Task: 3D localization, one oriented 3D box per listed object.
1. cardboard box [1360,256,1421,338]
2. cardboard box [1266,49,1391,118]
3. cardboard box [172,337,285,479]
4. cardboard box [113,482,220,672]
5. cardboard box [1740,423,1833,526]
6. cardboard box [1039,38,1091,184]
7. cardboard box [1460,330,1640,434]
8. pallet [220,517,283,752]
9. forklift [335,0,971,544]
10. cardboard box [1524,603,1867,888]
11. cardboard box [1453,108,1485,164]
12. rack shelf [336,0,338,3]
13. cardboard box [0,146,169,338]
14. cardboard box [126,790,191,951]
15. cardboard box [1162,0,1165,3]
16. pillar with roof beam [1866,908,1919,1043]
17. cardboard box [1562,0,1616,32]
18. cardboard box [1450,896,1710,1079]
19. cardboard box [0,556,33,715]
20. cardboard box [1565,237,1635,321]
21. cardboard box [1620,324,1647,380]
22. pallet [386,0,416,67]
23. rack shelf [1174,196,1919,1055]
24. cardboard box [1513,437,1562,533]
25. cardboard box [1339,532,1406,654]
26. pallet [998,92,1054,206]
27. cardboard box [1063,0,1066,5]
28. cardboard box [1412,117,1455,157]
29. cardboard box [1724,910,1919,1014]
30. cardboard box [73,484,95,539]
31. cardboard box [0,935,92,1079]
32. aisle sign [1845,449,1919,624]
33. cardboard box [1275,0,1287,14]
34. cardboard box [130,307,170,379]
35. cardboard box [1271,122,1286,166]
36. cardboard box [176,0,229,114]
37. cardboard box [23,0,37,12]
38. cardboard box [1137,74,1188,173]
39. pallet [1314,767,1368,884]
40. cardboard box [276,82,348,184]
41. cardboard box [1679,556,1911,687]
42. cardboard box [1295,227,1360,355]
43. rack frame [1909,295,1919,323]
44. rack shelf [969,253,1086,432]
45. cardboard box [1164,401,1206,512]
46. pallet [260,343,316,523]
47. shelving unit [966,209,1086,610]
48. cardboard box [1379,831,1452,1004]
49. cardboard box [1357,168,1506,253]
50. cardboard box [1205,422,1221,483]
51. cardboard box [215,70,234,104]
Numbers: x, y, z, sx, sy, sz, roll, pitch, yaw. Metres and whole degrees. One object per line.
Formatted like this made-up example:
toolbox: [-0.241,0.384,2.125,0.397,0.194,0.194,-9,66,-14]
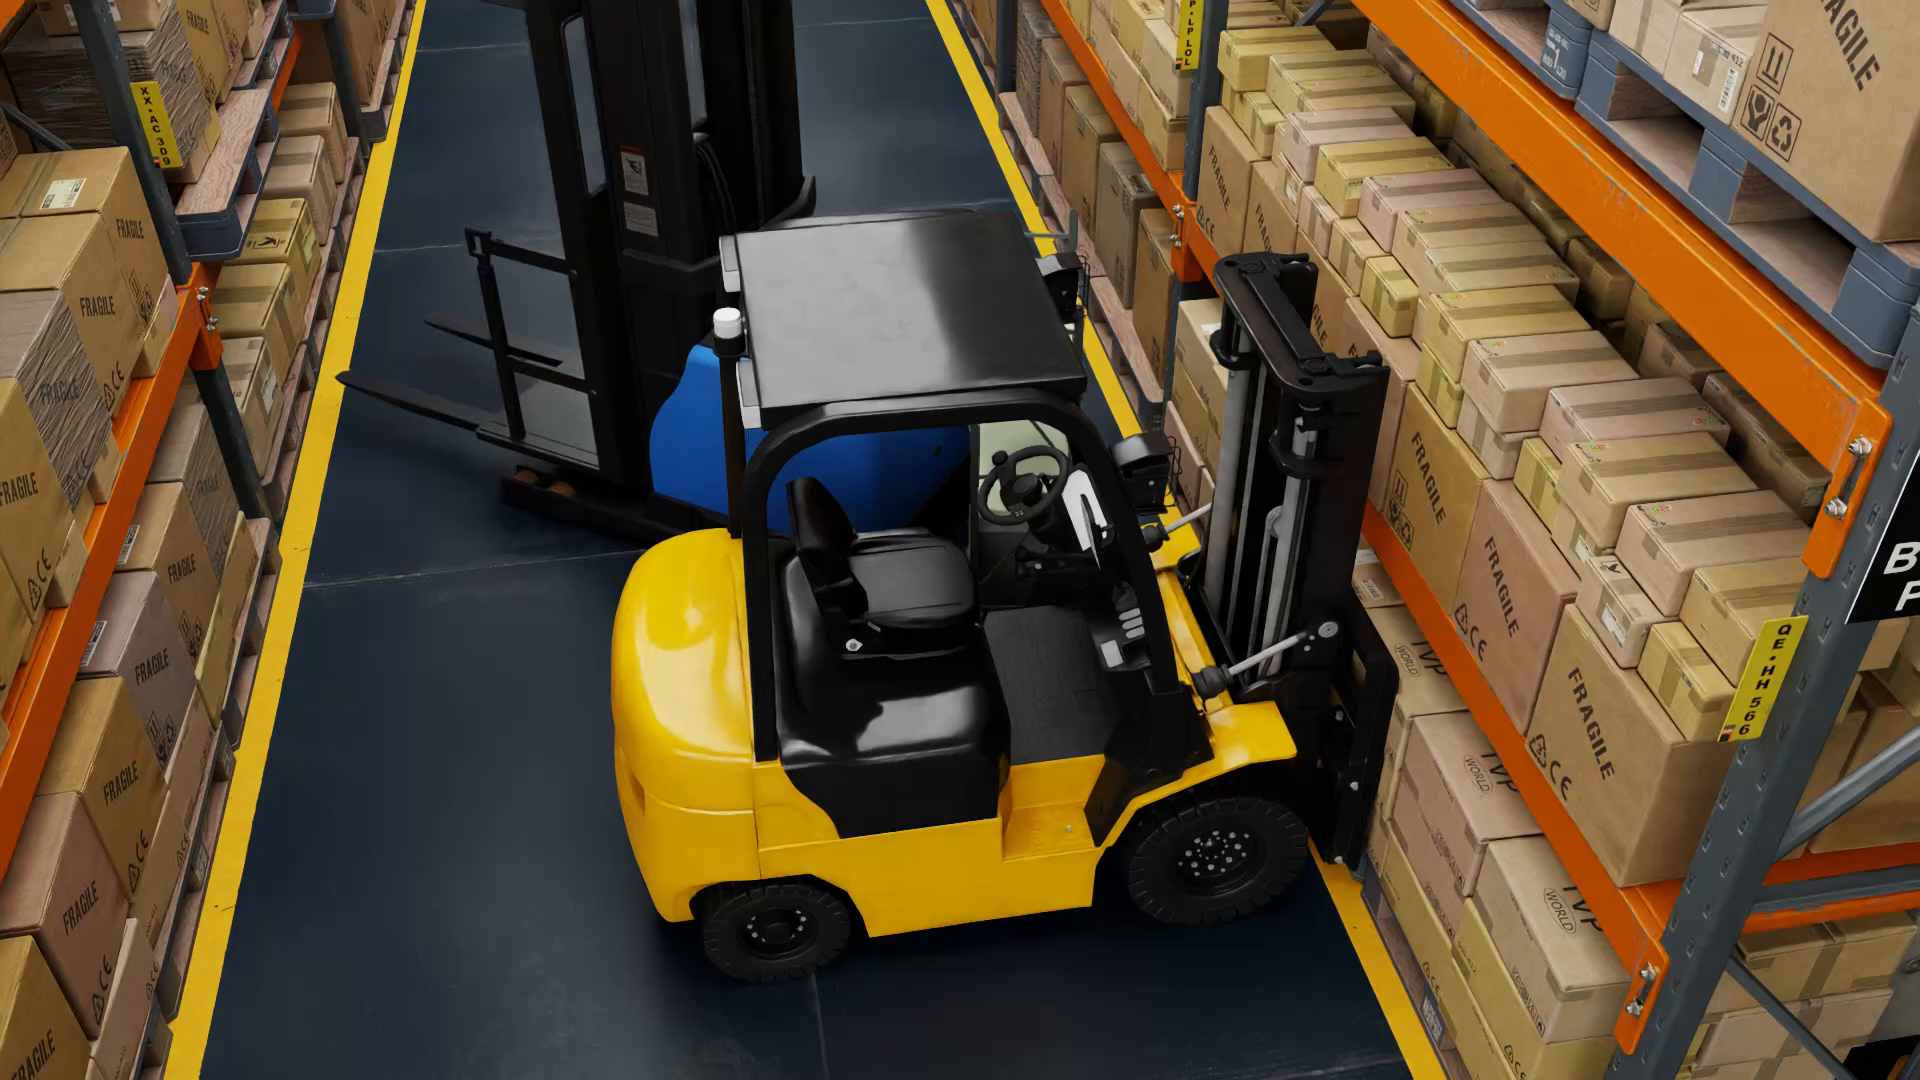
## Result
cardboard box: [1.482,-0.774,5.191,0.380,0.149,0.250,-7,38,-9]
cardboard box: [1.350,-1.678,6.112,0.380,0.149,0.250,-6,38,-7]
cardboard box: [-3.547,-0.544,7.305,0.950,0.372,0.625,-6,38,-7]
cardboard box: [-2.993,0.160,5.887,0.500,0.500,0.500,-6,38,-7]
cardboard box: [2.214,-0.178,4.181,0.380,0.149,0.250,-6,38,-7]
cardboard box: [0.951,-2.507,9.626,0.875,0.625,0.625,-5,38,-6]
cardboard box: [1.593,-0.431,4.507,0.380,0.149,0.250,-5,38,-7]
pallet: [-3.300,0.404,6.558,1.003,0.211,1.213,-6,38,-8]
forklift: [-1.464,-1.520,6.817,3.031,2.935,1.130,17,41,21]
cardboard box: [1.790,0.472,4.116,0.500,0.500,0.500,-7,38,-9]
cardboard box: [1.956,-1.429,5.792,0.380,0.149,0.250,-7,38,-9]
rack shelf: [-4.504,-4.439,11.105,1.077,0.370,4.000,-6,38,-8]
cardboard box: [-3.130,-1.015,5.787,0.500,0.500,0.500,-7,38,-9]
cardboard box: [-2.810,1.082,5.311,0.500,0.250,0.500,-4,38,-5]
cardboard box: [1.101,-2.421,7.311,0.380,0.149,0.250,-6,38,-8]
pillar with roof beam: [-1.338,-1.643,2.030,9.100,9.000,0.400,-6,38,-8]
cardboard box: [1.736,-1.519,3.810,0.700,0.500,0.500,-6,38,-8]
cardboard box: [1.742,1.243,4.697,0.500,0.250,0.500,-7,38,-9]
cardboard box: [-2.746,0.224,4.193,0.500,0.500,0.500,-7,38,-9]
cardboard box: [2.044,-0.796,4.976,0.380,0.149,0.250,-6,38,-8]
cardboard box: [2.175,-0.532,4.880,0.380,0.149,0.250,-5,38,-6]
pallet: [-4.428,-3.634,11.755,1.003,0.211,1.213,-6,38,-8]
rack shelf: [1.784,-0.143,5.576,1.077,0.370,4.000,-6,38,-8]
cardboard box: [1.707,-0.160,4.400,0.380,0.149,0.250,-6,38,-8]
cardboard box: [1.472,0.143,5.705,0.500,0.250,0.500,-7,38,-9]
pallet: [0.838,-2.449,10.230,1.003,0.211,1.213,-6,38,-8]
cardboard box: [0.750,-3.083,8.896,0.500,0.250,0.500,-7,38,-9]
cardboard box: [1.859,-1.456,6.069,0.380,0.149,0.250,-5,38,-7]
cardboard box: [2.237,0.995,4.608,0.500,0.250,0.500,-7,38,-9]
cardboard box: [-2.899,-0.068,5.097,0.380,0.149,0.250,-7,38,-9]
cardboard box: [-2.625,1.409,4.279,0.500,0.500,0.500,-7,38,-9]
aisle sign: [1.857,-0.175,2.911,0.394,0.787,0.004,-6,38,-8]
cardboard box: [1.588,-2.334,7.199,0.380,0.149,0.250,-7,38,-9]
cardboard box: [-3.045,-0.689,5.896,0.380,0.149,0.250,-5,38,-7]
cardboard box: [1.351,-1.400,5.996,0.380,0.149,0.250,-6,38,-8]
cardboard box: [-3.341,-2.038,6.763,0.500,0.500,0.500,-6,38,-8]
cardboard box: [-3.847,-1.976,6.682,0.500,0.500,0.500,-6,38,-8]
cardboard box: [1.088,-1.852,7.312,0.500,0.250,0.500,-5,38,-7]
pallet: [1.749,0.689,6.191,1.003,0.211,1.213,-6,38,-8]
cardboard box: [-4.064,-2.301,9.566,0.950,0.372,0.625,-9,39,-11]
cardboard box: [1.865,0.174,3.729,0.380,0.149,0.250,-6,38,-8]
cardboard box: [1.452,-0.760,5.702,0.500,0.500,0.500,-7,38,-8]
rack frame: [2.135,-1.588,1.960,1.000,3.000,0.127,-6,38,-8]
rack shelf: [0.250,-0.767,6.378,0.431,0.370,0.720,1,38,1]
cardboard box: [1.193,-0.388,7.203,0.500,0.250,0.500,-6,38,-7]
pallet: [-3.590,-0.468,7.680,1.003,0.211,1.213,-6,38,-8]
shelving unit: [0.250,-0.458,6.617,0.431,1.500,0.755,1,38,1]
cardboard box: [1.664,1.149,5.224,0.500,0.250,0.500,-6,38,-8]
cardboard box: [1.502,-1.054,5.310,0.380,0.149,0.250,-6,38,-8]
cardboard box: [1.305,-0.283,6.661,0.500,0.250,0.500,-6,38,-8]
cardboard box: [-3.402,-2.008,7.252,0.380,0.149,0.250,-6,38,-7]
